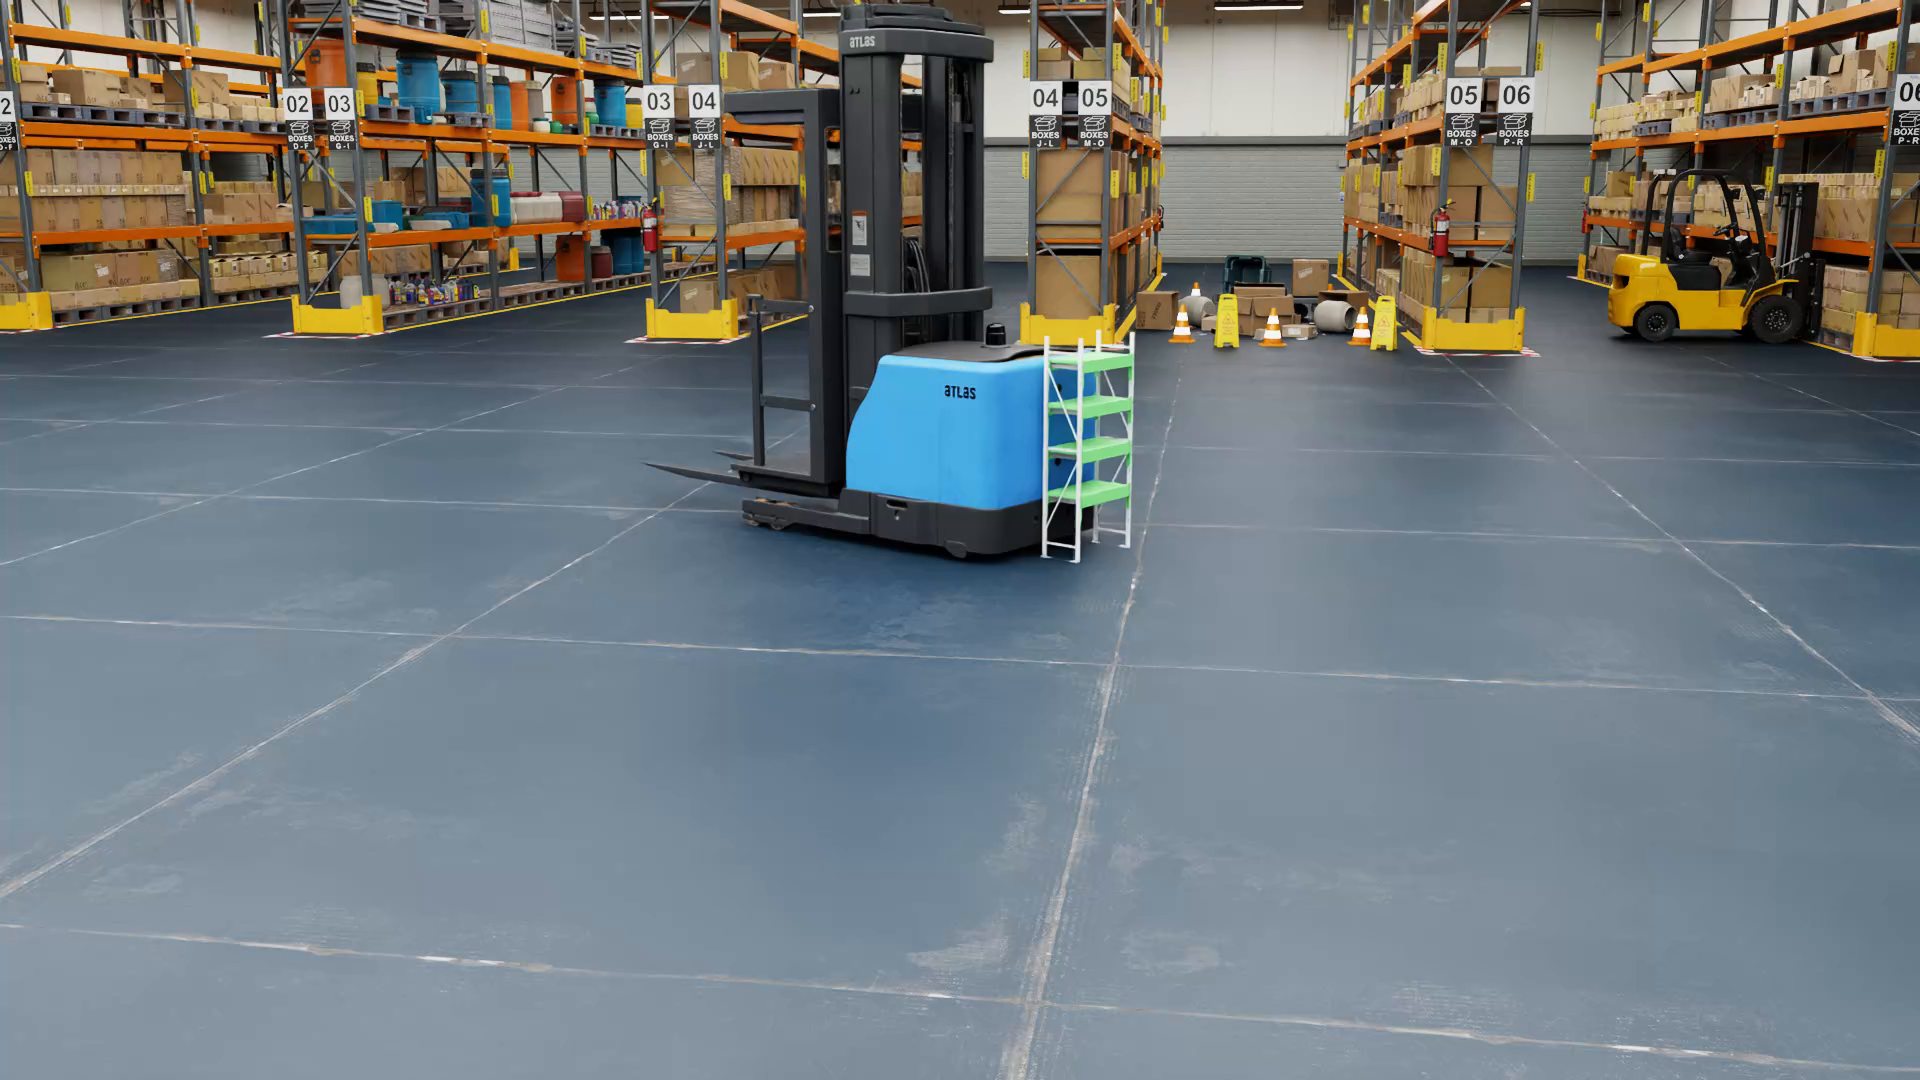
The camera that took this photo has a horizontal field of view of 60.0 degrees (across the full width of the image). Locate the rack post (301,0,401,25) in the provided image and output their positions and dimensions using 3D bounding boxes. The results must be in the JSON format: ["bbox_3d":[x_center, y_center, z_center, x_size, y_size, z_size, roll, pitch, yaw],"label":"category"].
[{"bbox_3d":[-8.181,-7.126,22.384,0.937,0.300,0.954,3,13,15],"label":"rack post"}]

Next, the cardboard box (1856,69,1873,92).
[{"bbox_3d":[11.035,-5.532,20.009,0.396,0.266,0.258,2,12,9],"label":"cardboard box"}]

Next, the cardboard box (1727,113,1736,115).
[{"bbox_3d":[12.691,-6.964,26.977,0.380,0.149,0.250,2,12,9],"label":"cardboard box"}]

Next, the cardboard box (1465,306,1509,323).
[{"bbox_3d":[6.660,-2.823,21.000,0.500,0.250,0.500,2,12,8],"label":"cardboard box"}]

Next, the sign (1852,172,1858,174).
[{"bbox_3d":[12.332,-4.919,22.957,0.100,0.325,0.005,2,12,9],"label":"sign"}]

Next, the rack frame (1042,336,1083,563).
[{"bbox_3d":[0.546,-0.478,8.865,0.240,1.200,0.015,10,15,38],"label":"rack frame"}]

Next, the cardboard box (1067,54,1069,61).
[{"bbox_3d":[1.190,-6.170,21.351,0.380,0.149,0.250,2,12,10],"label":"cardboard box"}]

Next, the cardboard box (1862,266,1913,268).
[{"bbox_3d":[11.590,-3.294,20.815,0.500,0.250,0.500,2,12,8],"label":"cardboard box"}]

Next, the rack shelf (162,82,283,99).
[{"bbox_3d":[-16.059,-9.905,36.750,1.077,0.370,4.000,2,12,9],"label":"rack shelf"}]

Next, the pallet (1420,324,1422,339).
[{"bbox_3d":[6.435,-2.623,21.164,1.003,0.211,1.213,2,12,9],"label":"pallet"}]

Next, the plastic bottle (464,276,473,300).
[{"bbox_3d":[-7.622,-3.893,25.683,0.144,0.351,0.185,2,12,7],"label":"plastic bottle"}]

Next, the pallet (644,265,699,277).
[{"bbox_3d":[-6.317,-5.828,36.035,1.003,0.211,1.213,2,12,9],"label":"pallet"}]

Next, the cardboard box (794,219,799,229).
[{"bbox_3d":[-2.656,-4.779,25.145,0.380,0.149,0.250,2,12,9],"label":"cardboard box"}]

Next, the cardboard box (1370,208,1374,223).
[{"bbox_3d":[7.378,-5.615,28.784,0.500,0.250,0.500,2,12,10],"label":"cardboard box"}]

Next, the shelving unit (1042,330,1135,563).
[{"bbox_3d":[0.699,-0.518,9.051,0.258,1.200,0.503,10,15,38],"label":"shelving unit"}]

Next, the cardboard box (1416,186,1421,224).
[{"bbox_3d":[6.333,-4.432,21.994,0.500,0.500,0.500,2,12,9],"label":"cardboard box"}]

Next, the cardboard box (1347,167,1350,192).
[{"bbox_3d":[8.296,-7.472,34.435,0.500,0.500,0.500,2,12,7],"label":"cardboard box"}]

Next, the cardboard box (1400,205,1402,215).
[{"bbox_3d":[6.743,-4.888,24.654,0.380,0.149,0.250,2,12,7],"label":"cardboard box"}]

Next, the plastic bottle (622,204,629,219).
[{"bbox_3d":[-6.509,-6.372,32.233,0.152,0.276,0.135,2,12,9],"label":"plastic bottle"}]

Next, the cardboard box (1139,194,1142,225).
[{"bbox_3d":[2.783,-5.554,27.905,0.500,0.500,0.500,2,12,9],"label":"cardboard box"}]

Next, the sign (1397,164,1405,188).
[{"bbox_3d":[6.329,-5.218,23.839,0.100,0.325,0.005,2,12,9],"label":"sign"}]

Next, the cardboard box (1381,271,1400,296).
[{"bbox_3d":[7.291,-4.117,26.719,0.950,0.372,0.625,2,12,8],"label":"cardboard box"}]

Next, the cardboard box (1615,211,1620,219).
[{"bbox_3d":[12.927,-6.310,32.248,0.380,0.149,0.250,2,12,8],"label":"cardboard box"}]

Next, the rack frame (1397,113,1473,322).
[{"bbox_3d":[6.878,-4.635,23.881,1.000,3.000,0.127,2,12,9],"label":"rack frame"}]

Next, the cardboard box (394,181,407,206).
[{"bbox_3d":[-11.765,-7.106,34.113,0.700,0.500,0.500,-2,12,-10],"label":"cardboard box"}]

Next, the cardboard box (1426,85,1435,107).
[{"bbox_3d":[6.229,-5.669,21.208,0.500,0.250,0.500,2,12,10],"label":"cardboard box"}]

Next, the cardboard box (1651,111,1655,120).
[{"bbox_3d":[12.420,-7.476,29.306,0.380,0.149,0.250,2,12,8],"label":"cardboard box"}]

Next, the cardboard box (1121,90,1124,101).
[{"bbox_3d":[1.998,-5.968,22.309,0.380,0.149,0.250,2,12,8],"label":"cardboard box"}]

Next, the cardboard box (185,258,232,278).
[{"bbox_3d":[-12.392,-4.491,27.412,0.500,0.311,0.500,2,12,9],"label":"cardboard box"}]

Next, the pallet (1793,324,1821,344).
[{"bbox_3d":[11.435,-2.693,21.488,1.003,0.211,1.213,2,12,9],"label":"pallet"}]

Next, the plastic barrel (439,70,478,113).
[{"bbox_3d":[-7.944,-6.941,26.271,0.600,0.901,0.708,2,12,9],"label":"plastic barrel"}]

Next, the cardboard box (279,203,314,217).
[{"bbox_3d":[-12.186,-5.993,30.392,0.500,0.311,0.500,3,12,12],"label":"cardboard box"}]

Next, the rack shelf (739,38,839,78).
[{"bbox_3d":[-2.606,-7.758,26.789,1.077,0.370,4.000,2,12,9],"label":"rack shelf"}]

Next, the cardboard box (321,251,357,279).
[{"bbox_3d":[-11.734,-5.189,31.341,0.500,0.500,0.500,2,12,11],"label":"cardboard box"}]

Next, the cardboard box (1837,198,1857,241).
[{"bbox_3d":[11.073,-3.910,20.279,0.500,0.500,0.500,2,12,10],"label":"cardboard box"}]

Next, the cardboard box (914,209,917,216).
[{"bbox_3d":[-1.110,-6.819,34.613,0.380,0.149,0.250,2,12,9],"label":"cardboard box"}]

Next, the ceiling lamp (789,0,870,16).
[{"bbox_3d":[-3.061,-13.878,38.674,2.000,3.185,0.800,2,12,9],"label":"ceiling lamp"}]

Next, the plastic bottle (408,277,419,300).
[{"bbox_3d":[-8.371,-3.843,25.449,0.144,0.351,0.185,1,12,6],"label":"plastic bottle"}]

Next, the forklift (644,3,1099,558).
[{"bbox_3d":[-0.665,-1.565,9.800,3.031,2.935,1.130,10,16,38],"label":"forklift"}]

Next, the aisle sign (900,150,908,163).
[{"bbox_3d":[-1.354,-8.750,36.803,0.394,0.787,0.004,2,12,9],"label":"aisle sign"}]

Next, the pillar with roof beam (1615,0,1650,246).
[{"bbox_3d":[10.681,-10.577,37.214,9.100,9.000,0.548,2,12,9],"label":"pillar with roof beam"}]

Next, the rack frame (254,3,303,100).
[{"bbox_3d":[-15.751,-10.868,38.564,1.000,3.000,0.127,2,12,9],"label":"rack frame"}]

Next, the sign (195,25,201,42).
[{"bbox_3d":[-15.829,-10.516,34.524,0.100,0.325,0.005,2,12,9],"label":"sign"}]

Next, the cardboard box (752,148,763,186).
[{"bbox_3d":[-3.016,-5.120,22.815,0.500,0.500,0.500,2,12,9],"label":"cardboard box"}]

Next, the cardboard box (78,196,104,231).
[{"bbox_3d":[-13.074,-4.804,24.425,0.700,0.500,0.500,2,12,9],"label":"cardboard box"}]

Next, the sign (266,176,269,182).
[{"bbox_3d":[-16.299,-8.417,39.186,0.100,0.325,0.005,2,12,9],"label":"sign"}]

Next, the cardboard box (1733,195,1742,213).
[{"bbox_3d":[11.763,-4.970,24.605,0.500,0.250,0.500,2,12,10],"label":"cardboard box"}]

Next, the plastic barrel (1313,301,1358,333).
[{"bbox_3d":[5.085,-3.022,22.511,0.421,0.421,0.512,-10,16,-40],"label":"plastic barrel"}]

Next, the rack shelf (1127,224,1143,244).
[{"bbox_3d":[2.279,-4.839,26.535,1.077,0.370,4.000,2,12,9],"label":"rack shelf"}]

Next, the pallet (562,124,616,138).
[{"bbox_3d":[-6.978,-7.479,30.407,1.003,0.211,1.213,2,12,9],"label":"pallet"}]
